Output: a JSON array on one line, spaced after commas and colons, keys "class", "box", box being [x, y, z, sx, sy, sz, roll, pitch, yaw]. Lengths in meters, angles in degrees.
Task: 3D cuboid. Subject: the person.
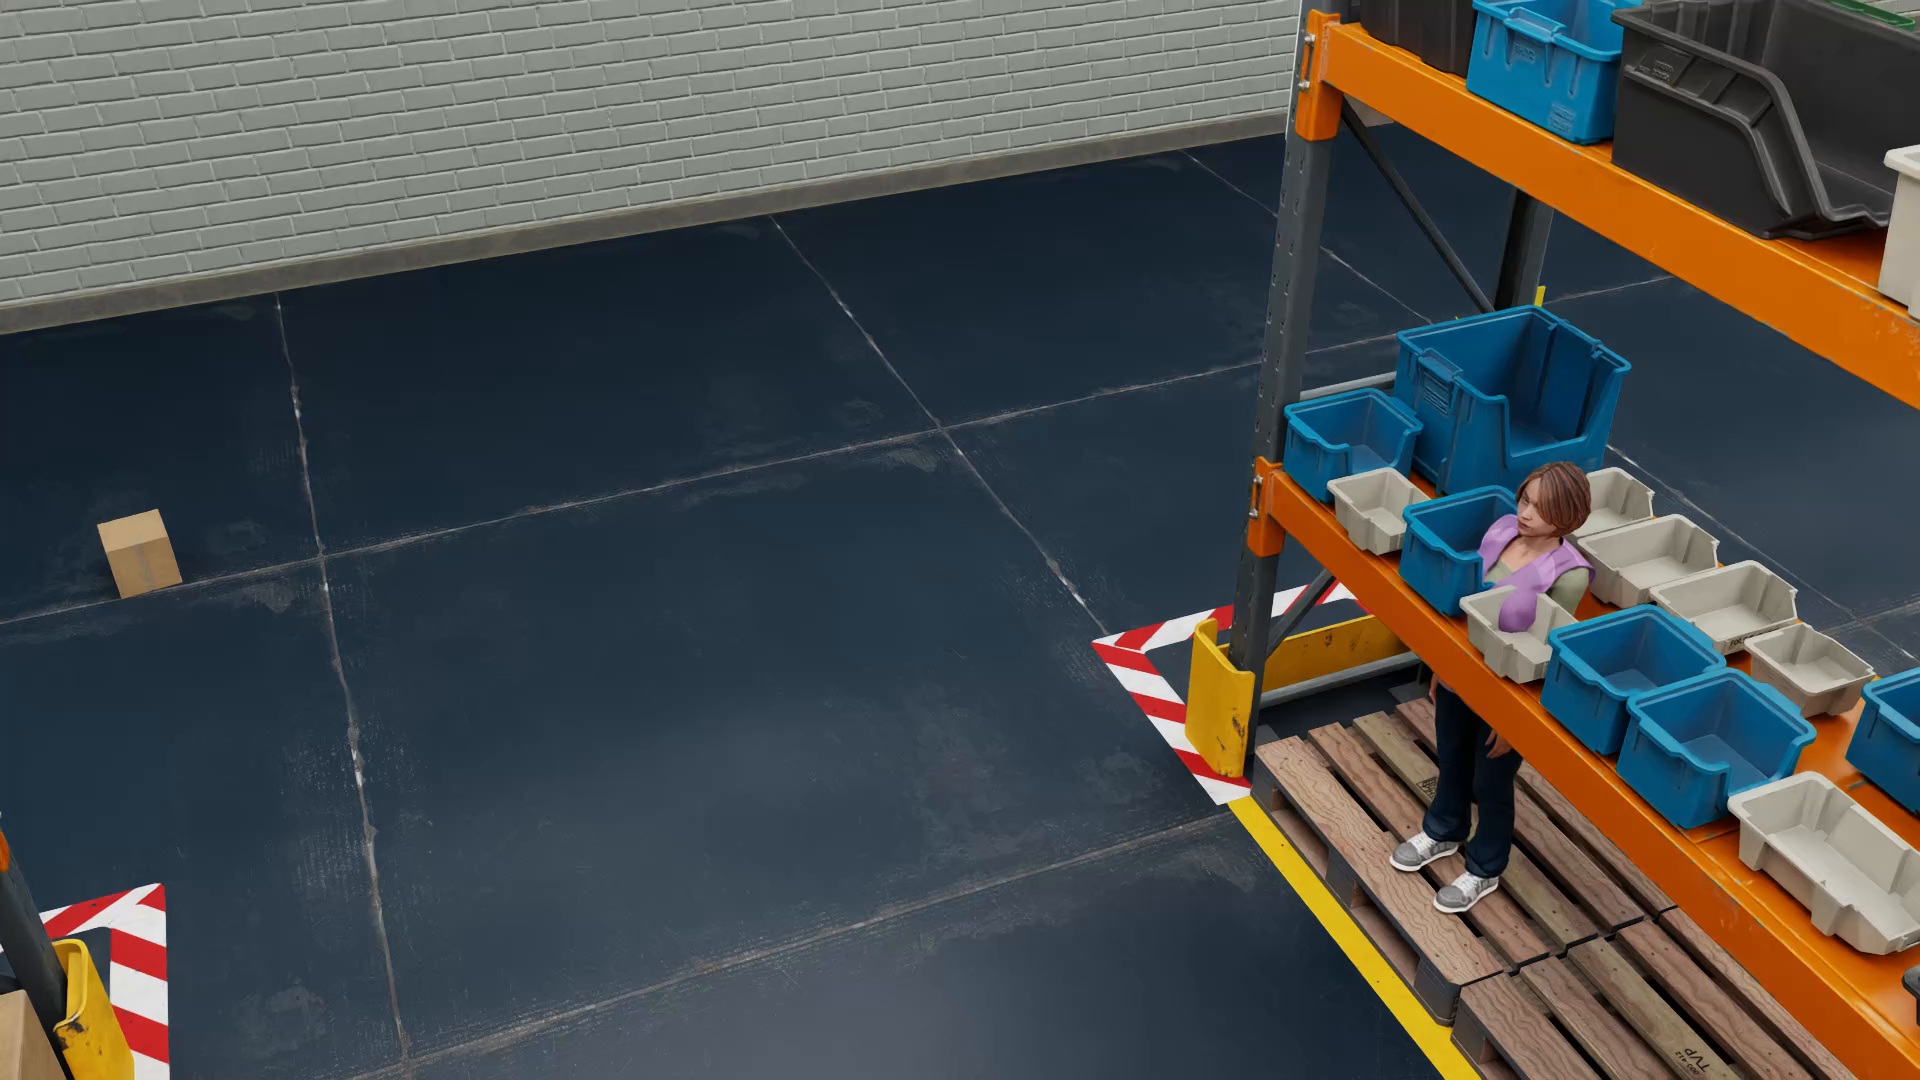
[{"class": "person", "box": [1.637, 0.463, 5.091, 0.343, 1.588, 0.407, -16, 37, -22]}]
